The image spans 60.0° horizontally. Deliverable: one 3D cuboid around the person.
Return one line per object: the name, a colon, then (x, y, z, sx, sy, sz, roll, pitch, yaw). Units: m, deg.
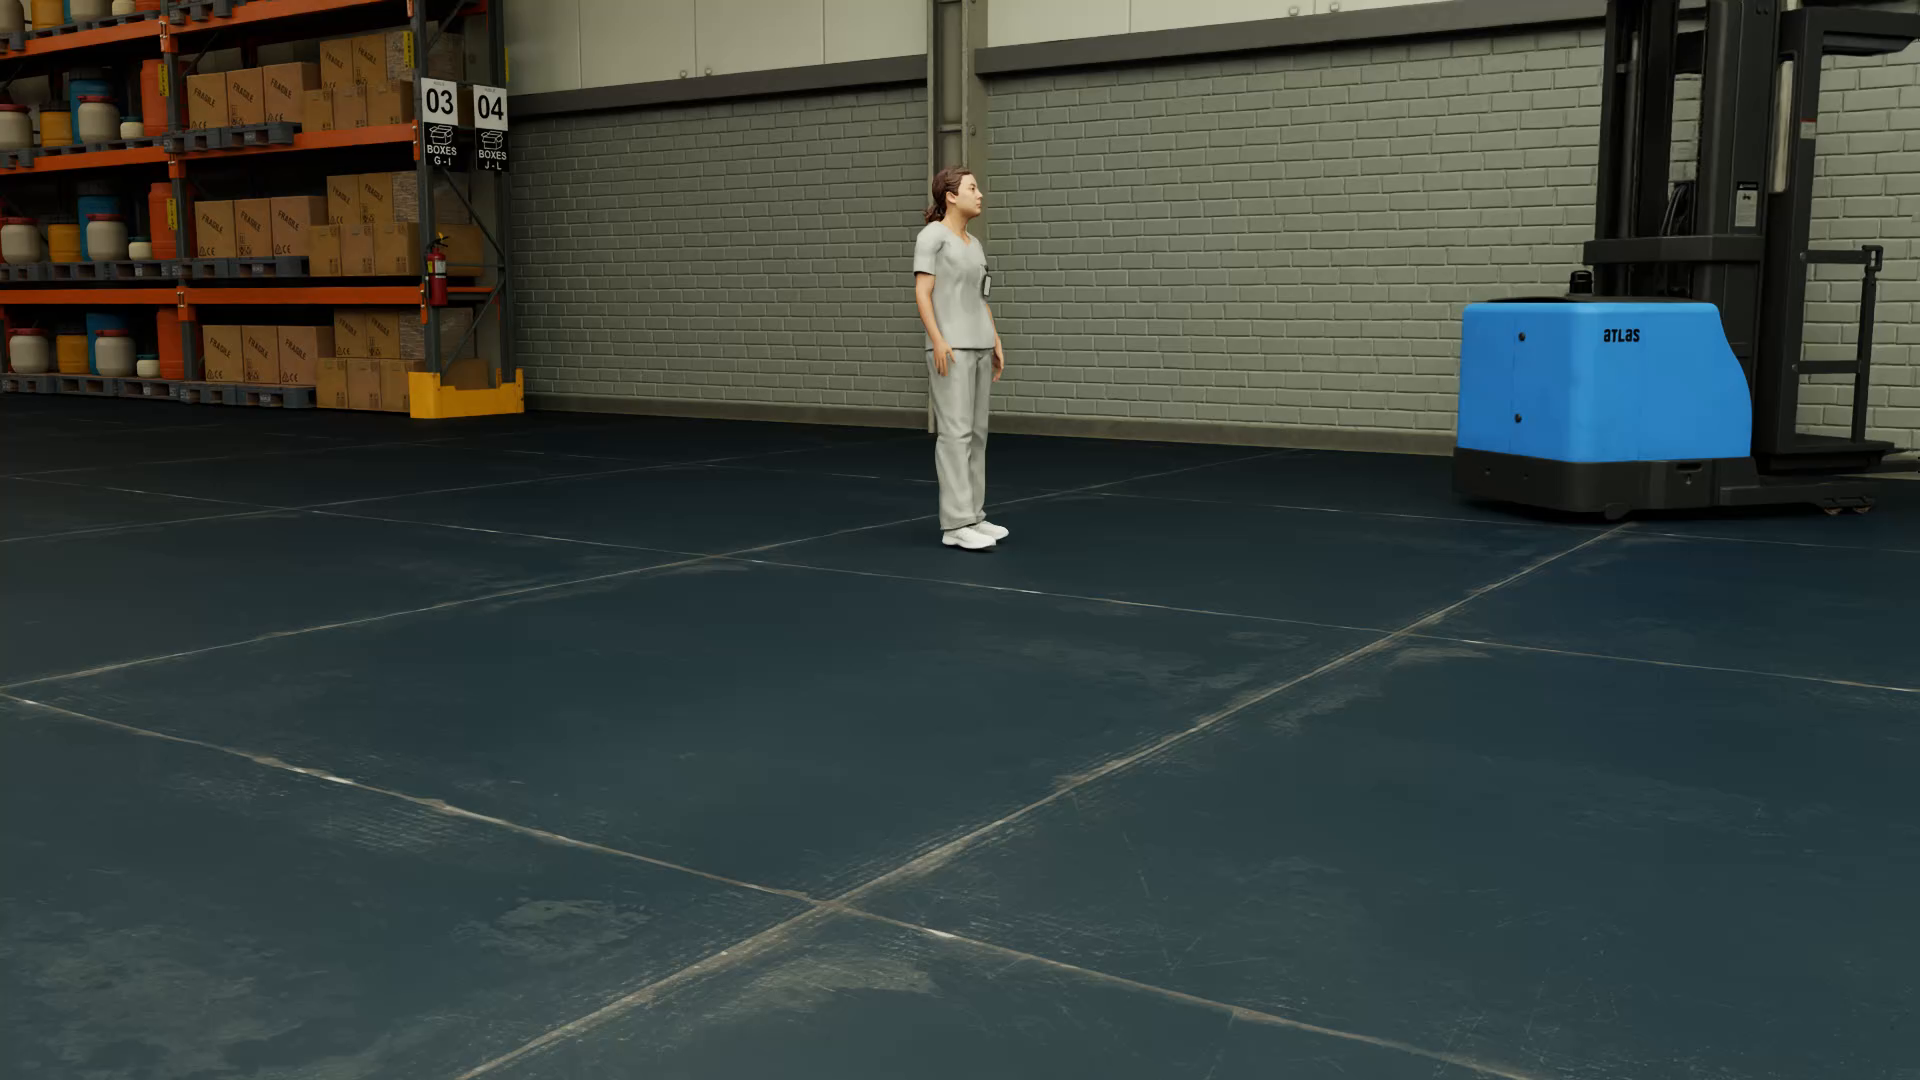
person: (0.054, -0.830, 7.432, 0.548, 1.673, 0.549, 5, 10, 34)

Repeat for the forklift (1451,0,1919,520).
forklift: (4.213, -1.649, 8.790, 3.031, 2.935, 1.130, -3, 9, -19)
